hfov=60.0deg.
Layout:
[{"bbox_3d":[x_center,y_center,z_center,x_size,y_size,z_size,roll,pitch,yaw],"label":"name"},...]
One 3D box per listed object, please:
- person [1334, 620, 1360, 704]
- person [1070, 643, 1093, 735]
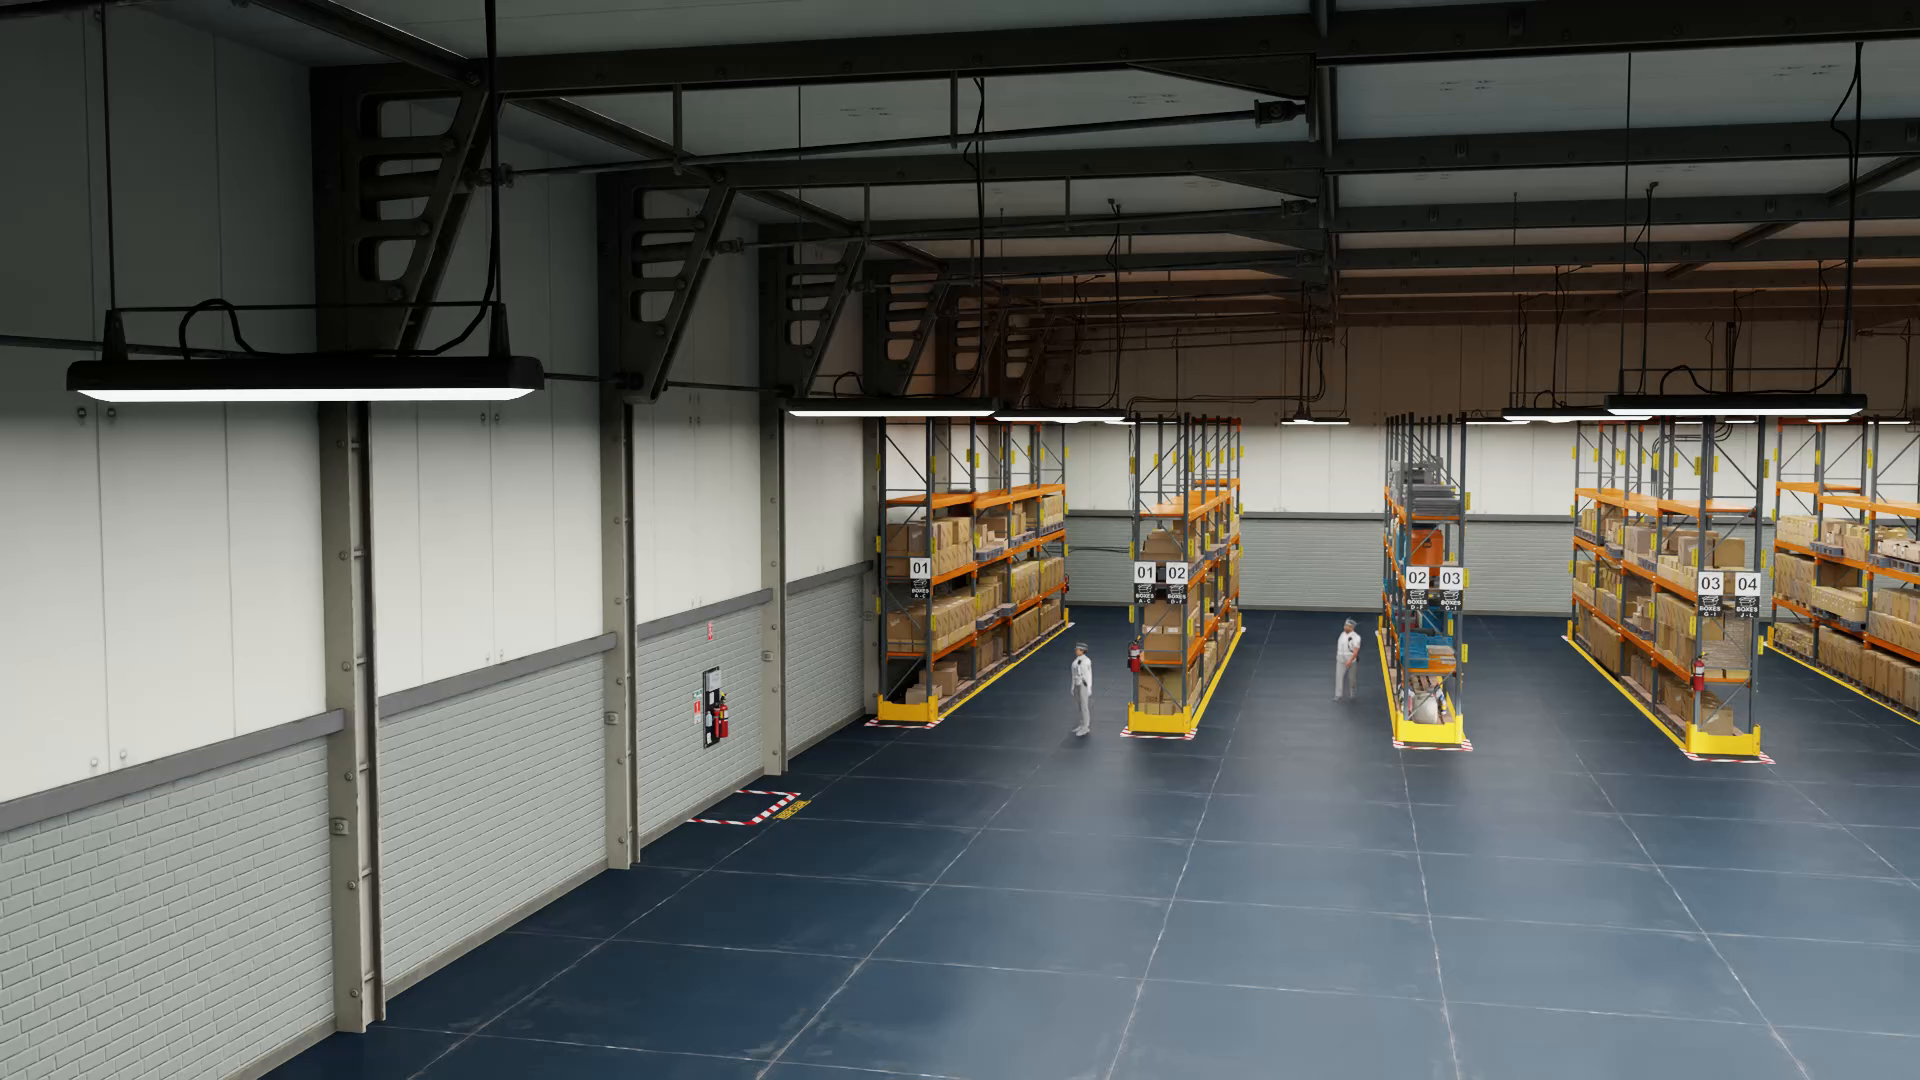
[{"bbox_3d":[8.026,2.525,34.522,0.554,1.734,0.998,2,4,27],"label":"person"},{"bbox_3d":[2.230,2.772,31.166,0.440,1.689,0.562,-2,4,-30],"label":"person"}]
